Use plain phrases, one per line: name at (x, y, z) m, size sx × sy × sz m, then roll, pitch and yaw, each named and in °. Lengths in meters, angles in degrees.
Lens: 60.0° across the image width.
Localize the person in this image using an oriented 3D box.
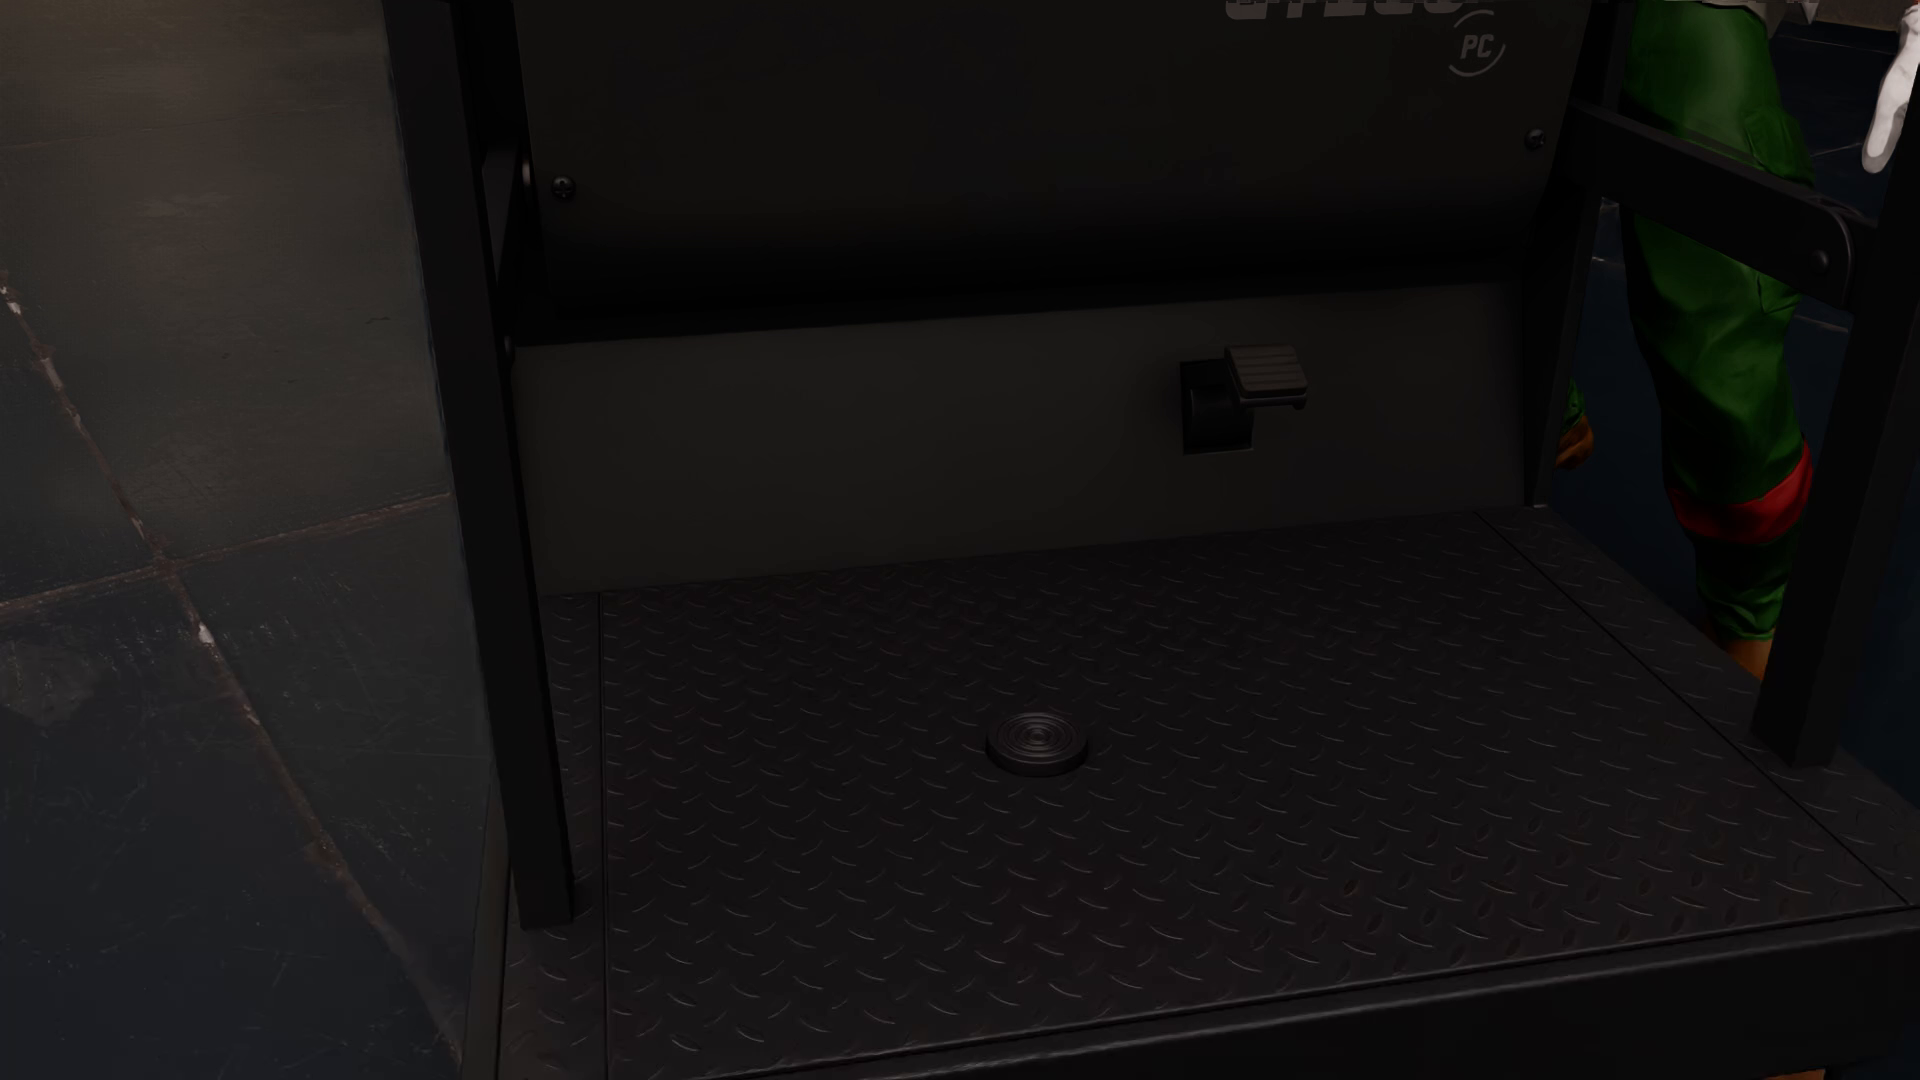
person at (0.807, -0.670, 1.957) m, size 0.490 × 1.692 × 0.923 m, roll -13°, pitch 29°, yaw -24°

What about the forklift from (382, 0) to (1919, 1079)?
forklift at (0.138, -0.890, 1.005) m, size 1.130 × 2.935 × 3.031 m, roll -5°, pitch 27°, yaw -10°
